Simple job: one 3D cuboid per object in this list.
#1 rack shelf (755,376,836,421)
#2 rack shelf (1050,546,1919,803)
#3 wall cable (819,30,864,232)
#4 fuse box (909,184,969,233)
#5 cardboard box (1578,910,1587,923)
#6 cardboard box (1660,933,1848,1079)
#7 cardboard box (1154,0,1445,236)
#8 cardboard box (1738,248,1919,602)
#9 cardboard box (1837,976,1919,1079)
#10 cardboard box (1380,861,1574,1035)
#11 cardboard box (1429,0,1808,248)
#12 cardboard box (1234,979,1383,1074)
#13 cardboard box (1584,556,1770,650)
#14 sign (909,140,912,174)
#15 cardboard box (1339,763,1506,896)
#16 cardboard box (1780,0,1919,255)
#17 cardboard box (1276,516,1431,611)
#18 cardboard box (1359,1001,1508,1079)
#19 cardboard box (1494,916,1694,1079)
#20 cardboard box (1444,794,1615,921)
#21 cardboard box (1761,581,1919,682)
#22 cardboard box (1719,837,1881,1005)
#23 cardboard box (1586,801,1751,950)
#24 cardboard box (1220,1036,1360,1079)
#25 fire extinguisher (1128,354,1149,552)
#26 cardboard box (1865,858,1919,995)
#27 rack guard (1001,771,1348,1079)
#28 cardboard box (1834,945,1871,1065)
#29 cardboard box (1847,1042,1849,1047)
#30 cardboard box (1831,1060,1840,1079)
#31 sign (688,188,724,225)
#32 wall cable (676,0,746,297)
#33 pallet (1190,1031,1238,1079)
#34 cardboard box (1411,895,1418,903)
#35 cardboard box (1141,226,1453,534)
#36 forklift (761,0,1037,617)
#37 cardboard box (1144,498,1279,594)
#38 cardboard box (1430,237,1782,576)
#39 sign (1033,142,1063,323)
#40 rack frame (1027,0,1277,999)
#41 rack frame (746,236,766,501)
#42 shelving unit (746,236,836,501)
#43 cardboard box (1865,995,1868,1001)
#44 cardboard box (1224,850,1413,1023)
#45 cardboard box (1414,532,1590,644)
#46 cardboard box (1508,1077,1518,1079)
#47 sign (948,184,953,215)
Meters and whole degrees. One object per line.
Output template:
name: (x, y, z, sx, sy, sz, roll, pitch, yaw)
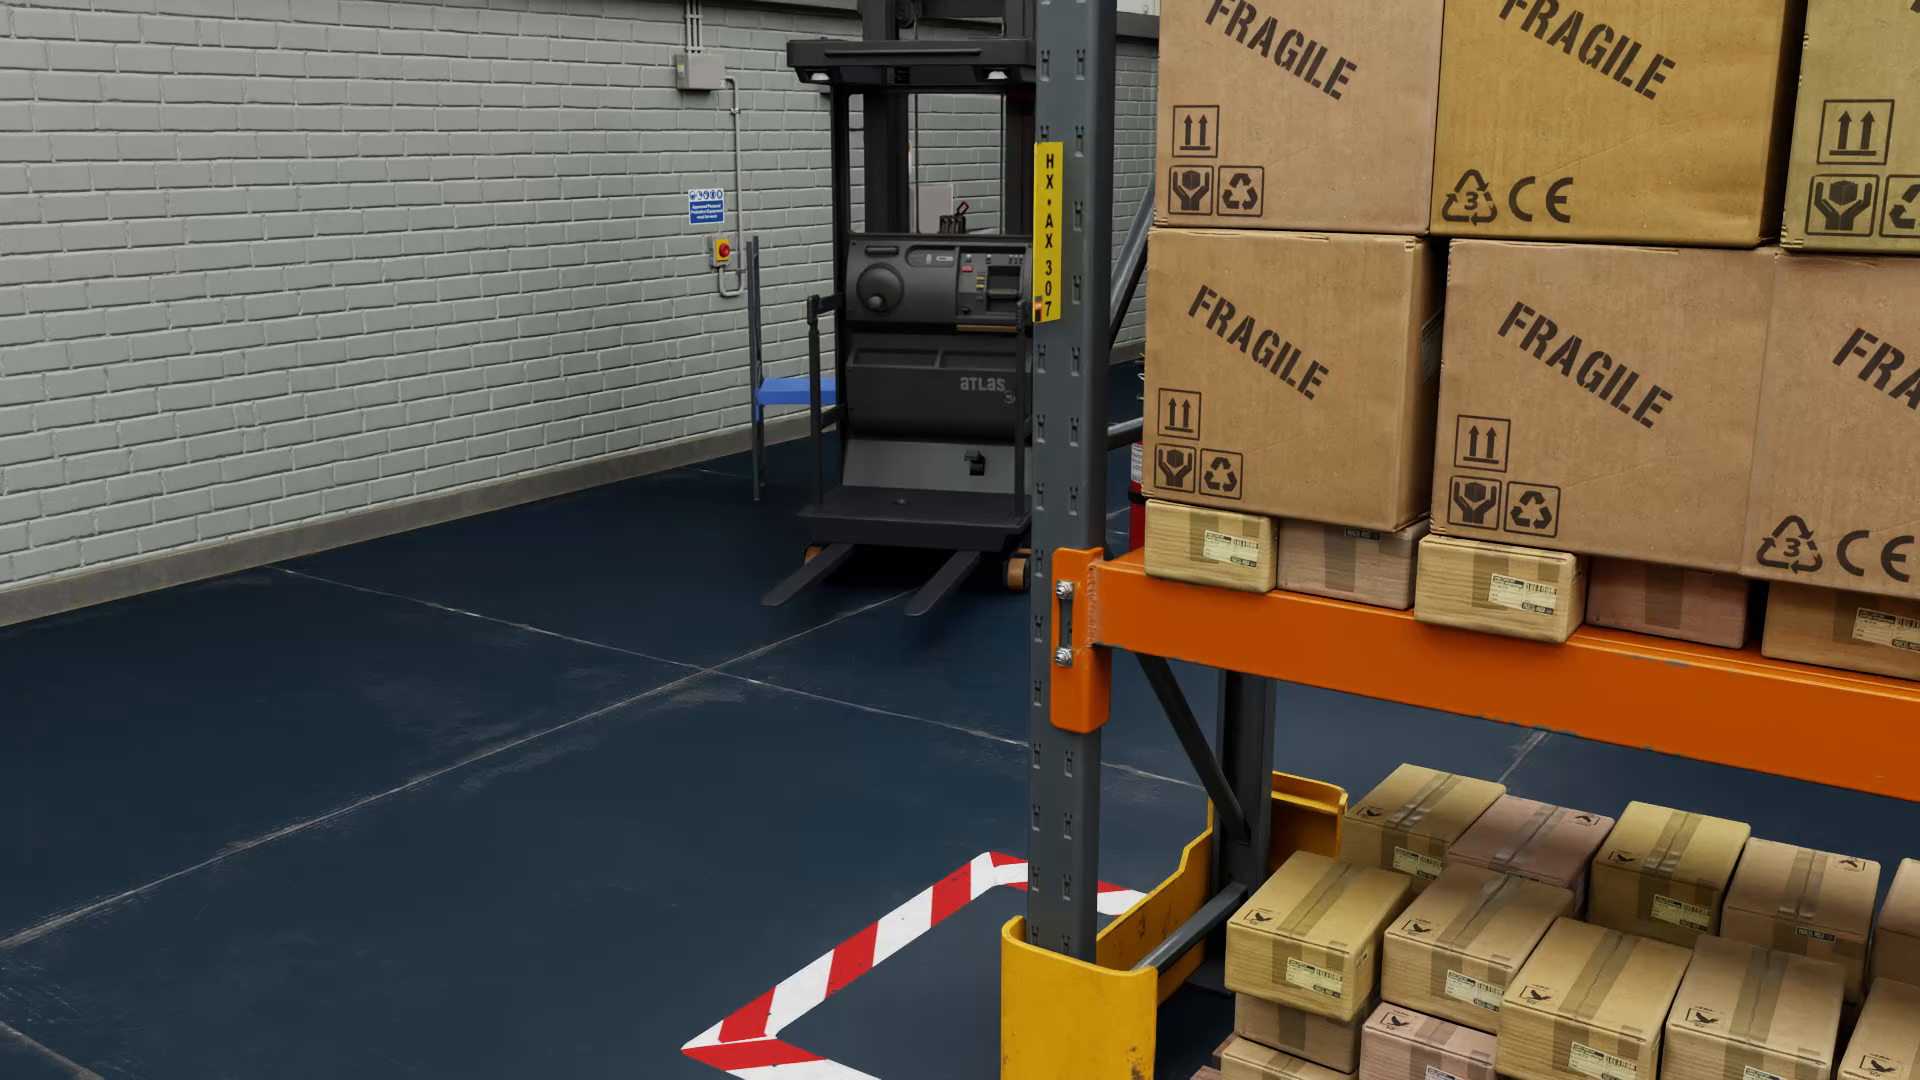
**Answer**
rack shelf: (-0.694, -0.847, 9.872, 1.000, 0.185, 0.538, -1, 14, -2)
rack shelf: (2.126, 0.361, 2.621, 4.000, 0.370, 1.077, 9, 17, 33)
wall cable: (-0.764, -2.786, 11.723, 0.122, 1.984, 0.588, 9, 17, 33)
fuse box: (-0.253, -1.783, 12.464, 0.414, 1.711, 0.539, 9, 17, 33)
cardboard box: (1.251, 0.838, 3.634, 0.250, 0.149, 0.380, 9, 16, 32)
cardboard box: (1.397, 0.861, 2.922, 0.250, 0.149, 0.380, 8, 16, 30)
cardboard box: (0.691, -0.822, 2.993, 0.500, 0.500, 0.500, 9, 17, 32)
cardboard box: (1.543, -0.200, 2.560, 0.500, 0.500, 0.500, 9, 17, 34)
cardboard box: (1.622, 0.901, 2.764, 0.250, 0.149, 0.380, 10, 17, 35)
cardboard box: (1.008, 0.785, 3.229, 0.250, 0.149, 0.380, 10, 17, 34)
cardboard box: (1.113, -0.756, 2.725, 0.500, 0.500, 0.500, 10, 17, 34)
cardboard box: (0.758, 0.900, 3.384, 0.250, 0.149, 0.380, 10, 17, 35)
cardboard box: (1.272, 0.054, 2.886, 0.250, 0.149, 0.380, 10, 17, 35)
sign: (-0.456, -2.826, 12.277, 0.001, 0.242, 0.339, 9, 17, 33)
cardboard box: (1.047, 0.655, 3.756, 0.250, 0.149, 0.380, 9, 17, 33)
cardboard box: (1.533, -0.681, 2.425, 0.500, 0.500, 0.500, 9, 16, 32)
cardboard box: (0.787, 0.000, 3.104, 0.250, 0.149, 0.380, 10, 17, 35)
cardboard box: (0.954, 0.948, 3.190, 0.250, 0.149, 0.380, 9, 17, 33)
cardboard box: (1.145, 0.845, 2.989, 0.250, 0.149, 0.380, 9, 17, 33)
cardboard box: (1.224, 0.700, 3.574, 0.250, 0.149, 0.380, 10, 17, 34)
cardboard box: (1.483, 0.095, 2.719, 0.250, 0.149, 0.380, 9, 17, 32)
cardboard box: (1.689, 0.757, 3.345, 0.250, 0.149, 0.380, 8, 16, 31)
cardboard box: (1.510, 0.709, 3.536, 0.250, 0.149, 0.380, 9, 16, 32)
cardboard box: (0.723, 1.057, 3.369, 0.250, 0.149, 0.380, 10, 17, 34)
fire extinguisher: (0.515, -0.164, 4.181, 0.183, 0.674, 0.296, 9, 17, 33)
cardboard box: (1.943, 0.782, 3.244, 0.250, 0.149, 0.380, 10, 17, 35)
rack guard: (0.530, 0.967, 3.878, 0.348, 0.500, 1.175, 9, 17, 33)
cardboard box: (1.662, 0.919, 3.310, 0.250, 0.149, 0.380, 9, 16, 32)
cardboard box: (1.632, 1.036, 2.835, 0.250, 0.149, 0.380, 8, 16, 30)
cardboard box: (1.359, 1.019, 2.903, 0.250, 0.149, 0.380, 10, 17, 35)
sign: (-1.624, -2.139, 10.658, 0.001, 0.218, 0.327, 9, 17, 33)
wall cable: (-1.546, -2.517, 10.570, 0.123, 1.953, 0.585, 9, 17, 33)
pallet: (1.184, 1.223, 3.444, 1.213, 0.211, 1.003, 9, 17, 33)
cardboard box: (1.064, 0.793, 3.819, 0.250, 0.149, 0.380, 9, 16, 31)
cardboard box: (0.685, -0.334, 3.105, 0.500, 0.500, 0.500, 10, 17, 35)
forklift: (-0.144, -1.275, 7.876, 1.130, 2.935, 3.031, 3, 14, 13)
cardboard box: (0.553, -0.026, 3.209, 0.250, 0.149, 0.380, 9, 17, 32)
cardboard box: (1.143, -0.268, 2.835, 0.500, 0.500, 0.500, 9, 17, 33)
sign: (0.164, -0.569, 3.077, 0.005, 0.325, 0.100, 9, 17, 33)
rack frame: (0.467, -0.257, 3.618, 0.127, 3.000, 1.000, 9, 17, 33)
rack frame: (-1.202, -1.016, 9.808, 0.032, 1.500, 0.500, -1, 14, -2)
shelving unit: (-0.694, -1.022, 9.829, 1.048, 1.500, 0.538, -1, 14, -2)
cardboard box: (1.933, 0.929, 3.268, 0.250, 0.149, 0.380, 9, 17, 34)
cardboard box: (0.712, 0.772, 3.281, 0.250, 0.149, 0.380, 8, 16, 30)
cardboard box: (0.980, 0.047, 2.916, 0.250, 0.149, 0.380, 9, 16, 31)
cardboard box: (1.206, 0.963, 3.129, 0.250, 0.149, 0.380, 9, 17, 34)
sign: (-0.149, -2.488, 12.831, 0.001, 0.494, 0.329, 9, 17, 33)
